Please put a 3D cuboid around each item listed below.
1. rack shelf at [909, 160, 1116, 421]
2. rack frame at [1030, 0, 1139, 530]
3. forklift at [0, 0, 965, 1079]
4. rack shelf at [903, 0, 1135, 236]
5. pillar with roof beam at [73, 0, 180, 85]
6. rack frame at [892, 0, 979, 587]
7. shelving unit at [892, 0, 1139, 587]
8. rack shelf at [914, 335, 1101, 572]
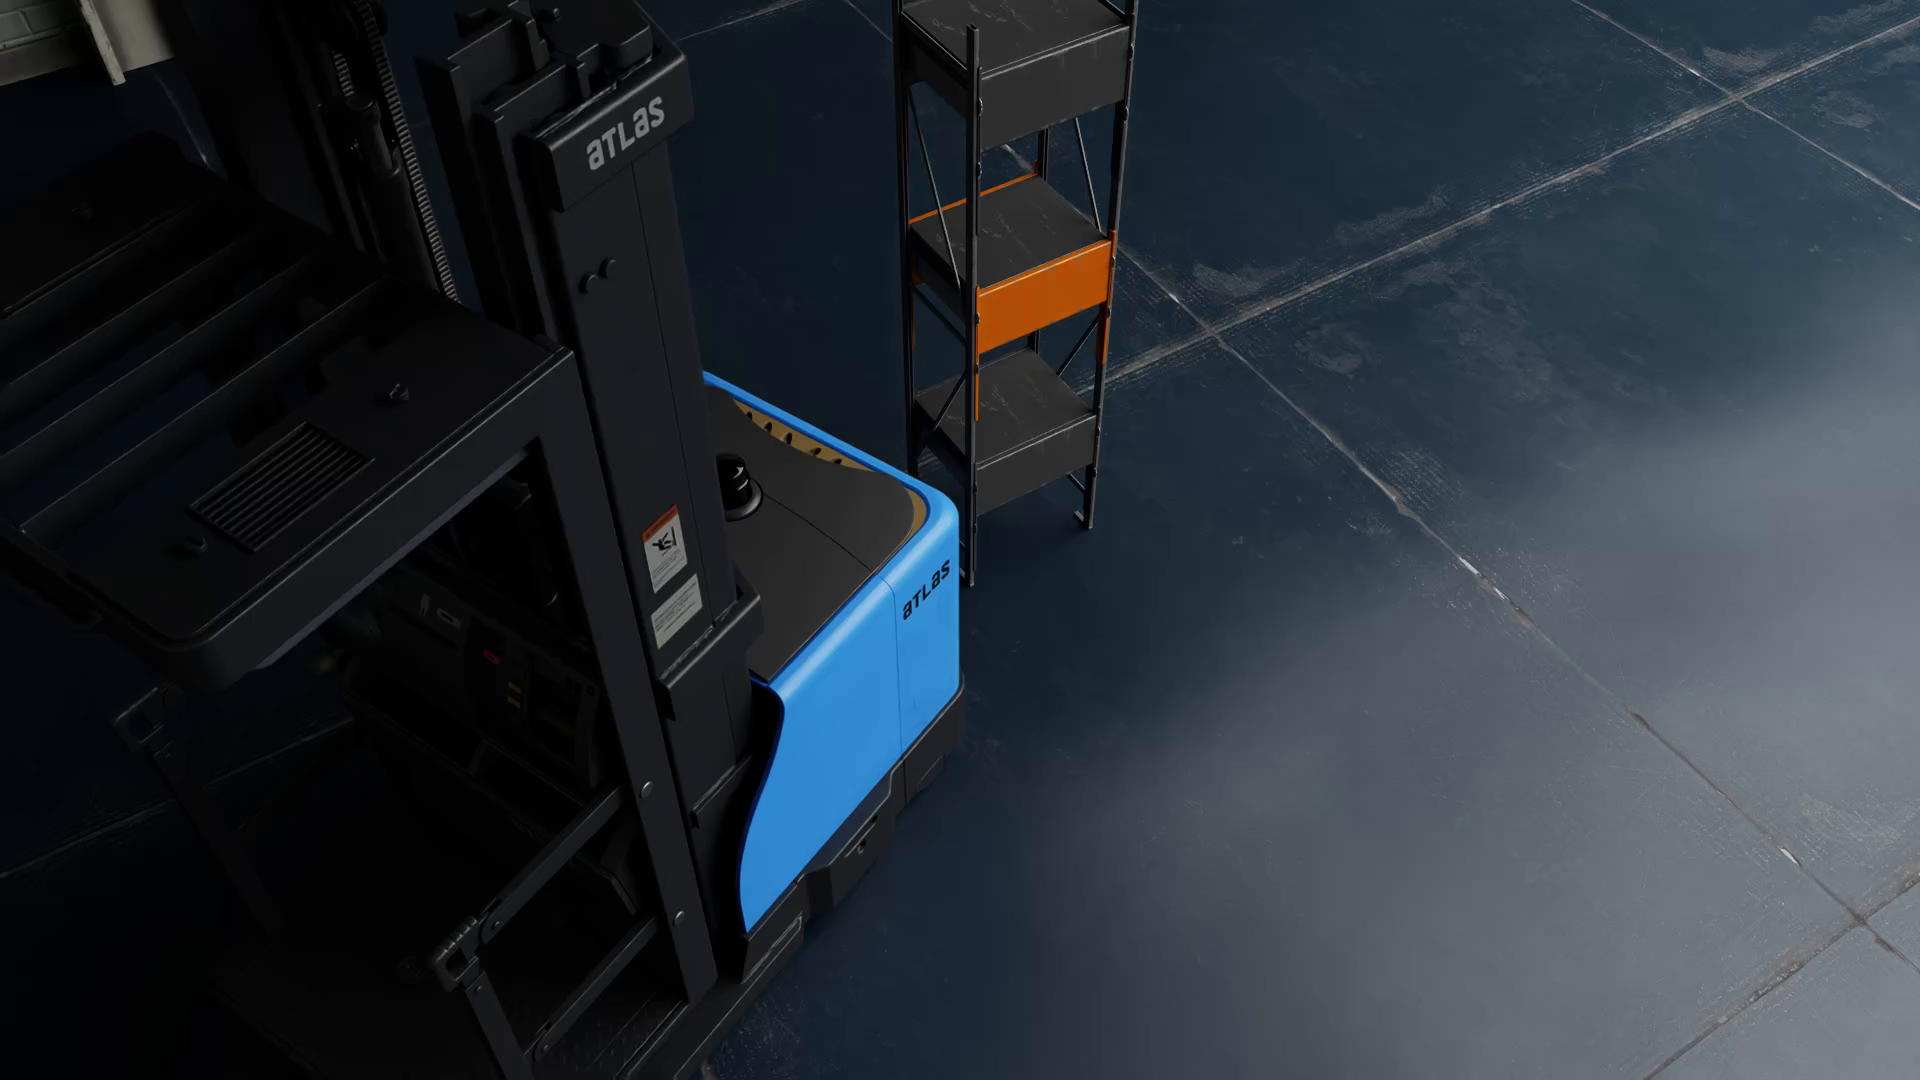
[{"bbox_3d":[0.140,-0.755,5.035,0.480,0.518,0.431,-25,53,-21],"label":"rack shelf"},{"bbox_3d":[0.346,-0.861,5.111,0.015,2.100,0.400,-25,53,-21],"label":"rack frame"},{"bbox_3d":[-1.244,0.332,3.492,1.130,2.935,3.031,28,54,22],"label":"forklift"},{"bbox_3d":[0.140,-1.221,4.512,0.480,0.518,0.431,-25,53,-21],"label":"rack shelf"},{"bbox_3d":[-1.487,-2.525,1.973,0.400,9.000,9.100,-25,53,-21],"label":"pillar with roof beam"},{"bbox_3d":[-0.066,-0.667,4.938,0.015,2.100,0.400,-25,53,-21],"label":"rack frame"},{"bbox_3d":[0.140,-0.764,5.025,0.503,2.100,0.431,-25,53,-21],"label":"shelving unit"},{"bbox_3d":[0.140,-0.290,5.558,0.480,0.518,0.431,-25,53,-21],"label":"rack shelf"}]
